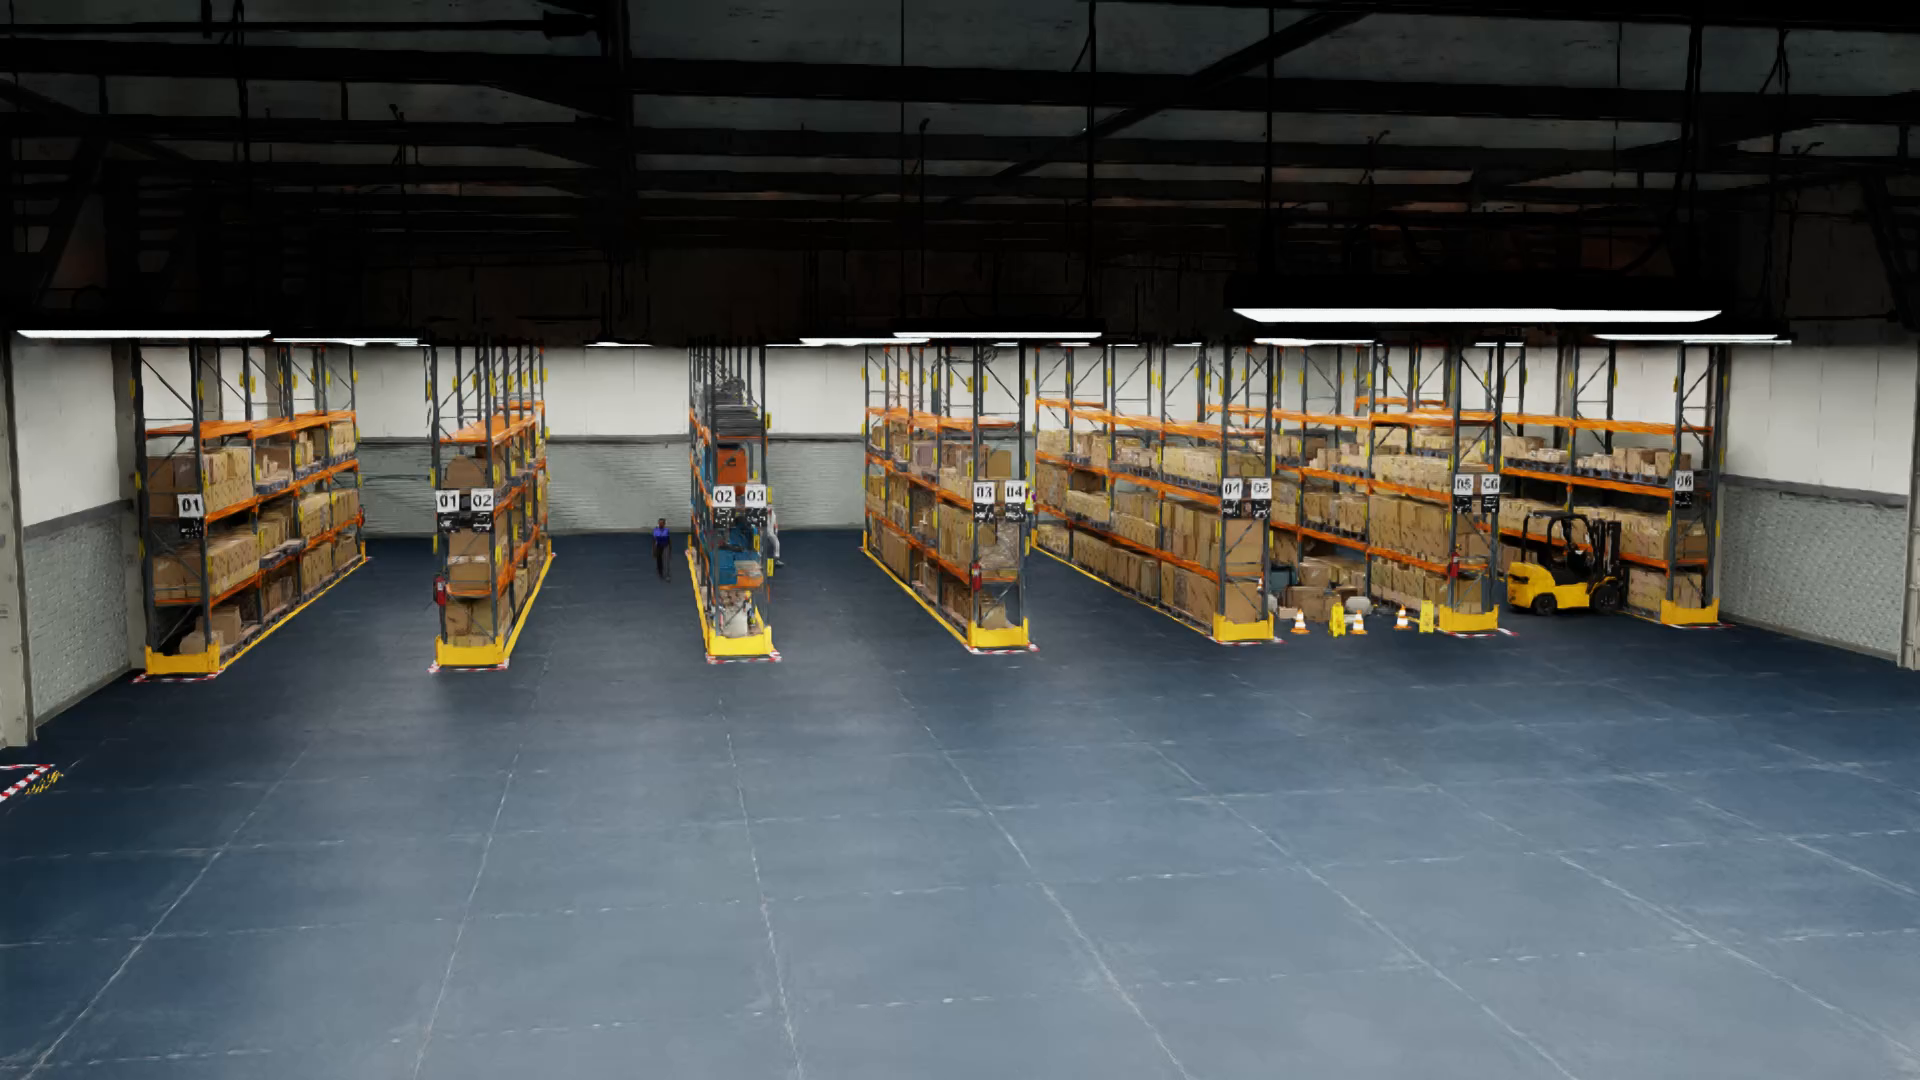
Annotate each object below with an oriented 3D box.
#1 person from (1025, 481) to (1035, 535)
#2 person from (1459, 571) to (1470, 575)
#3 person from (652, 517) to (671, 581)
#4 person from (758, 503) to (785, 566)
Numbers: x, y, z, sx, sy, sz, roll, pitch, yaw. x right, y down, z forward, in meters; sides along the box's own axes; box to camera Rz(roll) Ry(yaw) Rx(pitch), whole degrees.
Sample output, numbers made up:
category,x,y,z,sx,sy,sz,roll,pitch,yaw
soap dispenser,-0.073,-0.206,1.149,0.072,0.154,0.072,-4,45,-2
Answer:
category,x,y,z,sx,sy,sz,roll,pitch,yaw
person,2.032,-0.928,50.659,0.622,1.721,0.959,2,7,13
person,11.378,0.590,37.754,0.359,1.723,0.530,-5,9,-40
person,-7.390,0.208,41.197,0.447,1.574,1.088,-1,7,-8
person,-5.073,-0.166,43.890,0.685,1.717,0.837,-3,7,-27
